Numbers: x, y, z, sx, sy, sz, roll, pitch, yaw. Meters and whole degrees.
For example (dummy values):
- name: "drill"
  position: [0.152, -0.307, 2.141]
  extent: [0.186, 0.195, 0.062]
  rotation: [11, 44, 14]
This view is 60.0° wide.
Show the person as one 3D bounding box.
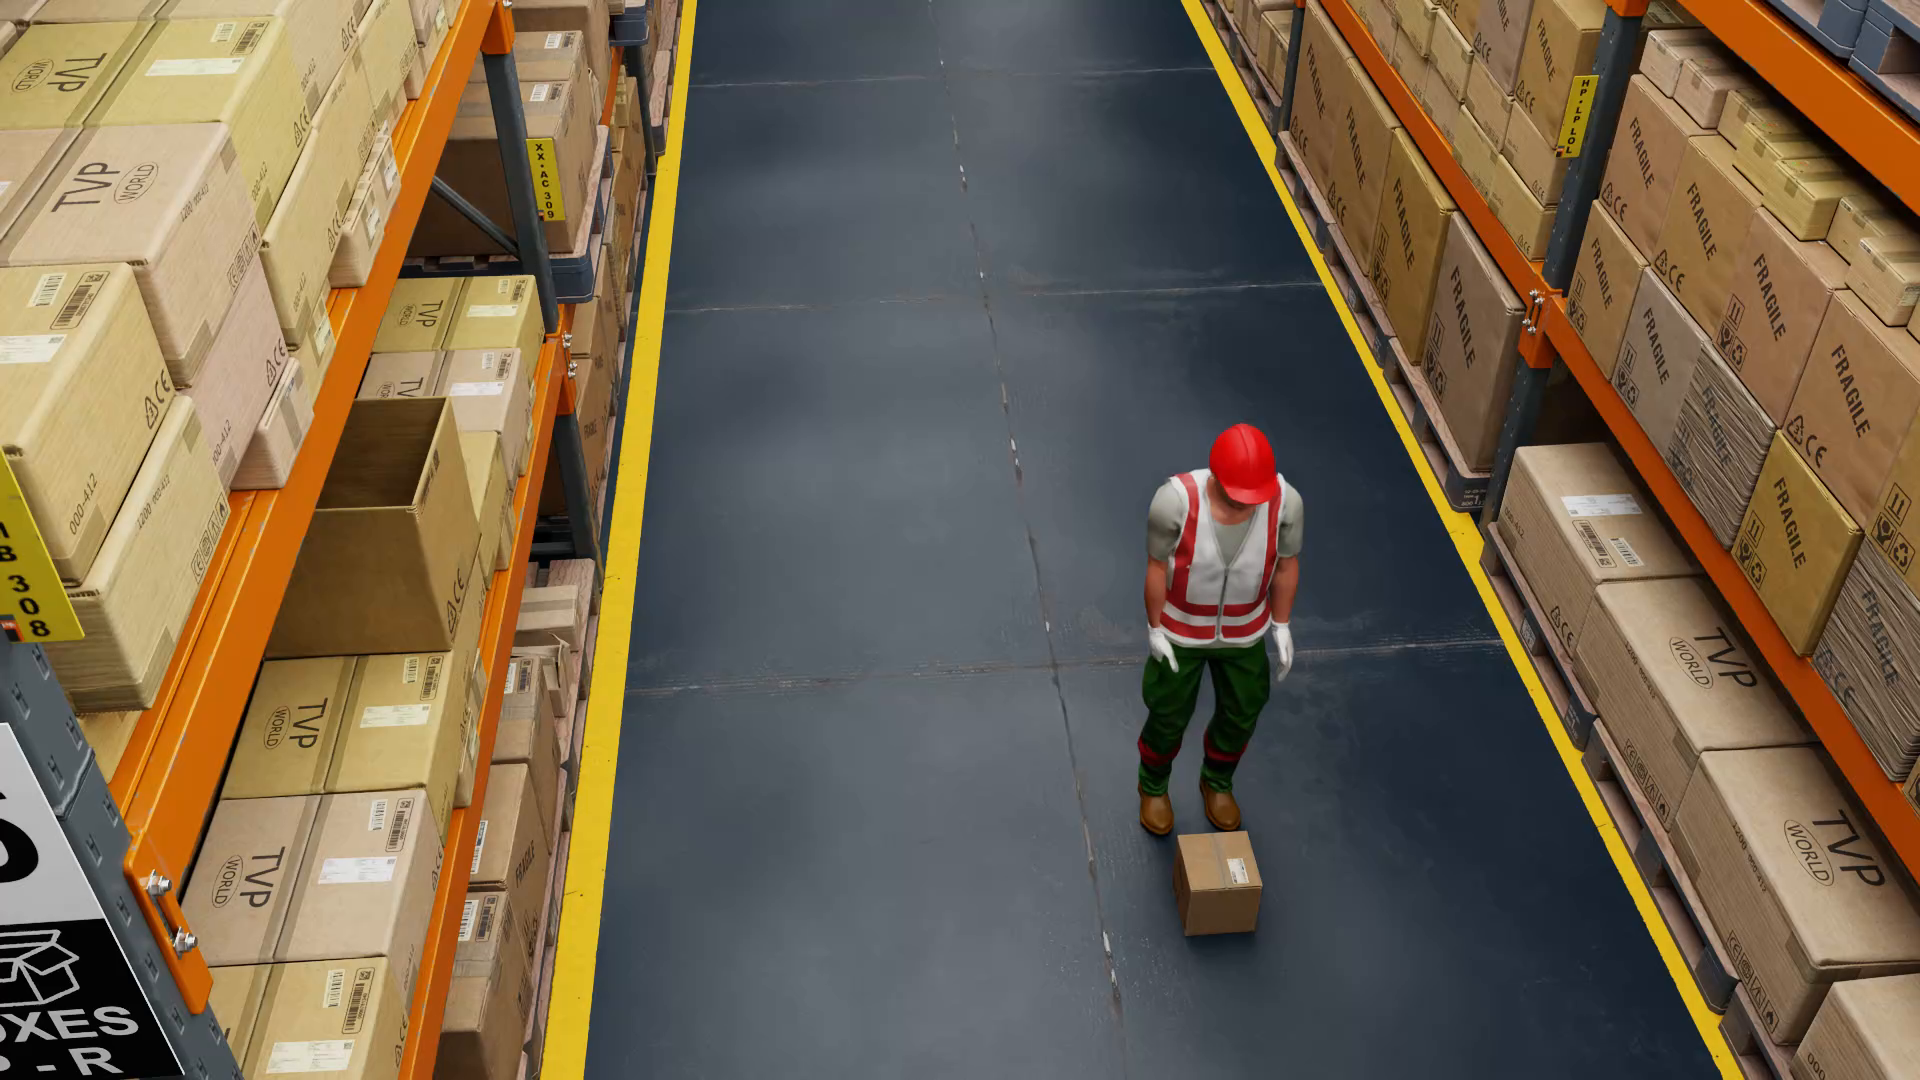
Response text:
- name: "person"
  position: [0.888, 0.790, 5.937]
  extent: [0.556, 0.878, 0.896]
  rotation: [-3, 39, -4]
